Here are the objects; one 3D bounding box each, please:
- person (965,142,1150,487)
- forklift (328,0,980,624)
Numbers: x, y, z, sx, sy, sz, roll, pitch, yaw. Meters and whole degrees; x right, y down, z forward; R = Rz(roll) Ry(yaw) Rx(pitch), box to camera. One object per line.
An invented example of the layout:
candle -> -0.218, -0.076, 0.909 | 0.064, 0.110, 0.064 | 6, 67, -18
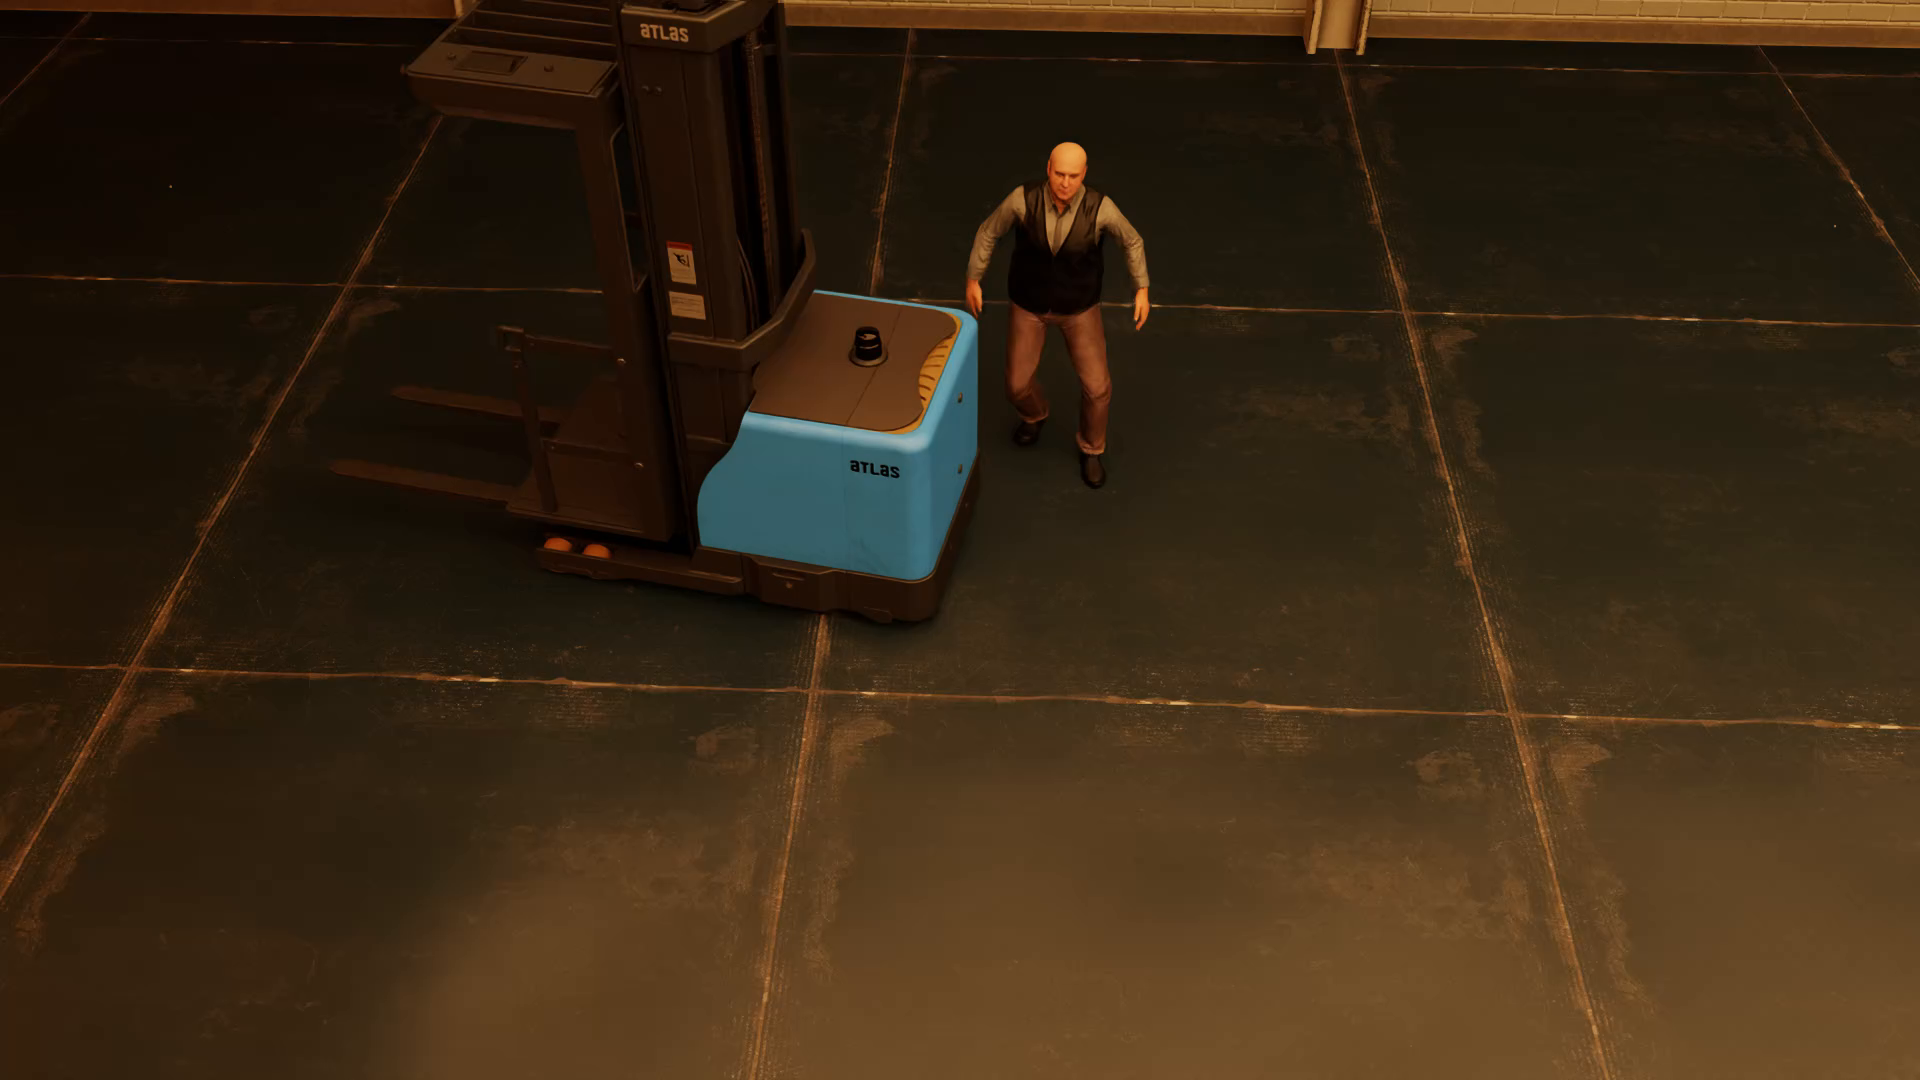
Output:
person -> 0.454, -1.069, 7.871 | 0.873, 1.682, 0.579 | 6, 43, 6
forklift -> -1.478, -1.236, 7.096 | 3.031, 2.935, 1.130 | 9, 43, 10
